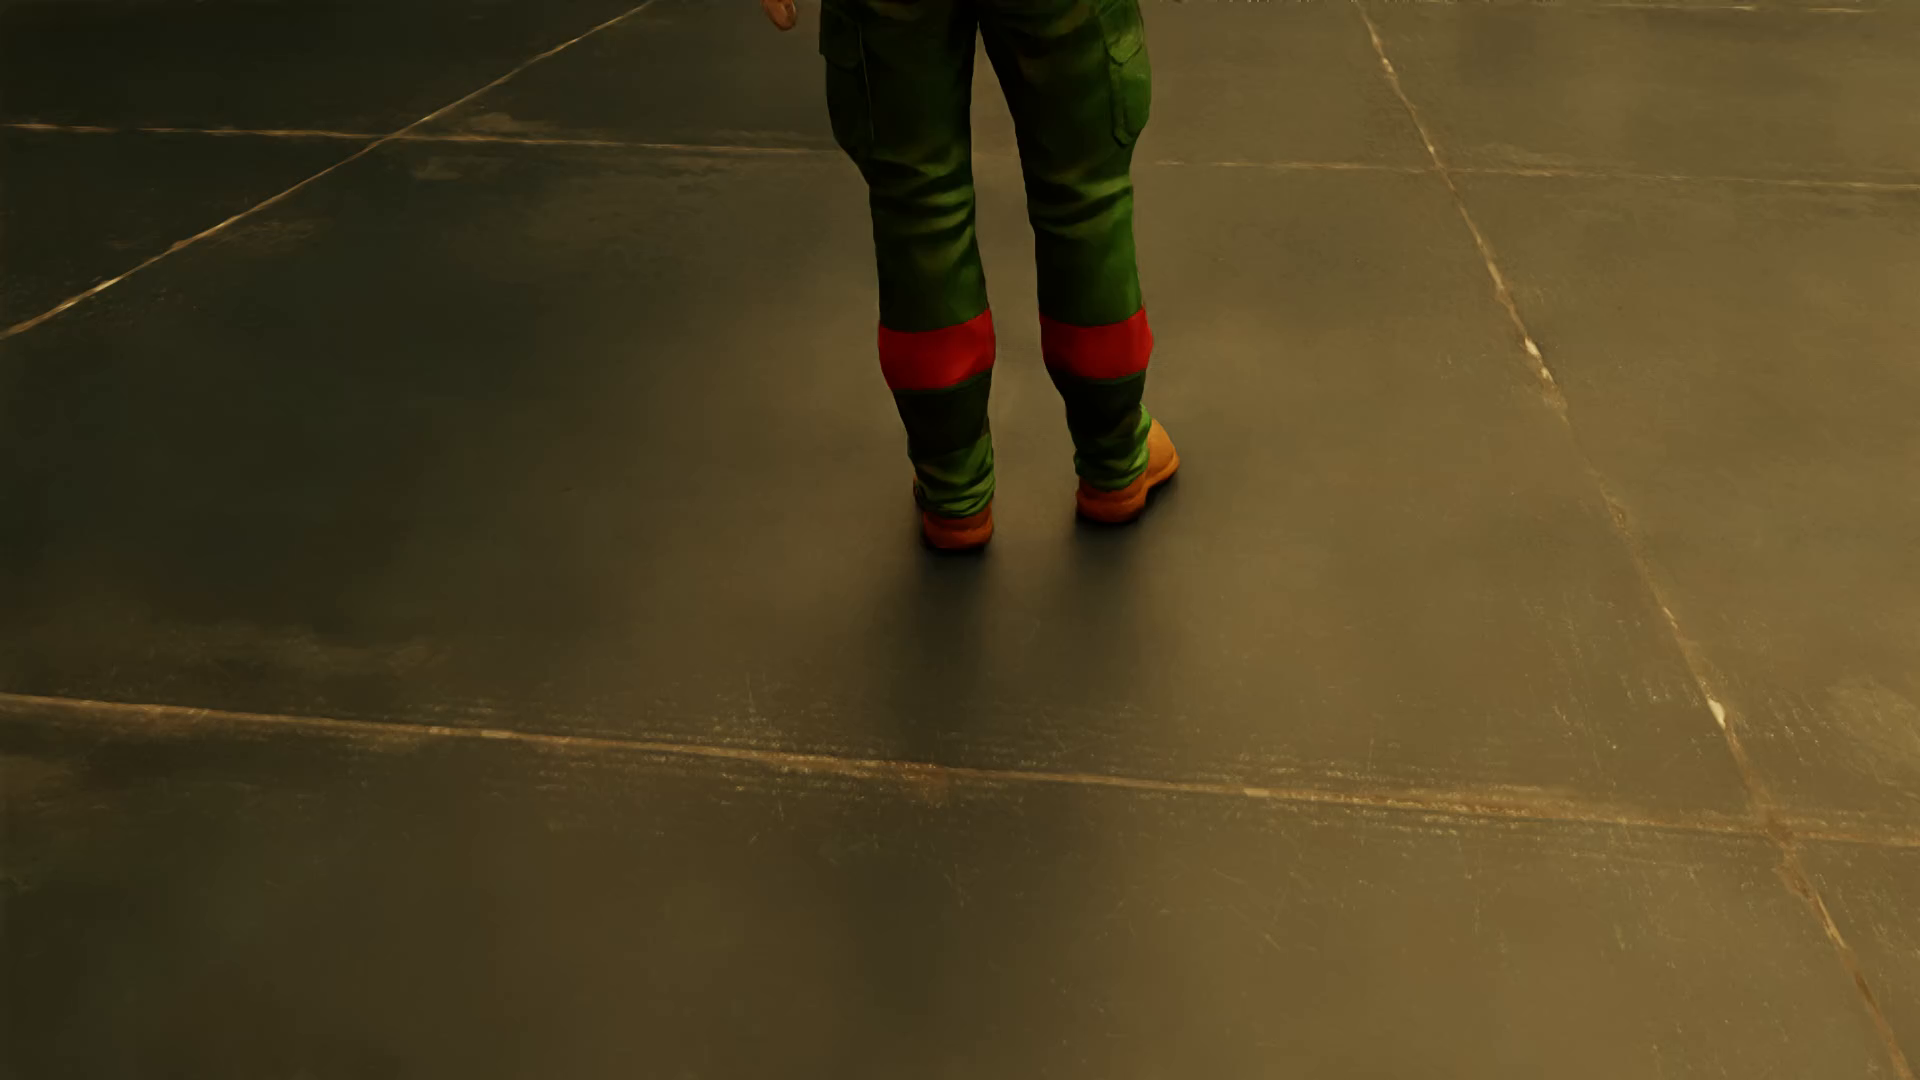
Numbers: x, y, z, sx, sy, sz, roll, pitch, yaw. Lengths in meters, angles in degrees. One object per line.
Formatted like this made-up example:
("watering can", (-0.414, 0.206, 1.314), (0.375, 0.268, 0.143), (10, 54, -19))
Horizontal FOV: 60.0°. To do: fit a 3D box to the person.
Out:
("person", (0.022, -0.840, 2.169), (0.637, 1.783, 0.563), (3, 27, 7))
